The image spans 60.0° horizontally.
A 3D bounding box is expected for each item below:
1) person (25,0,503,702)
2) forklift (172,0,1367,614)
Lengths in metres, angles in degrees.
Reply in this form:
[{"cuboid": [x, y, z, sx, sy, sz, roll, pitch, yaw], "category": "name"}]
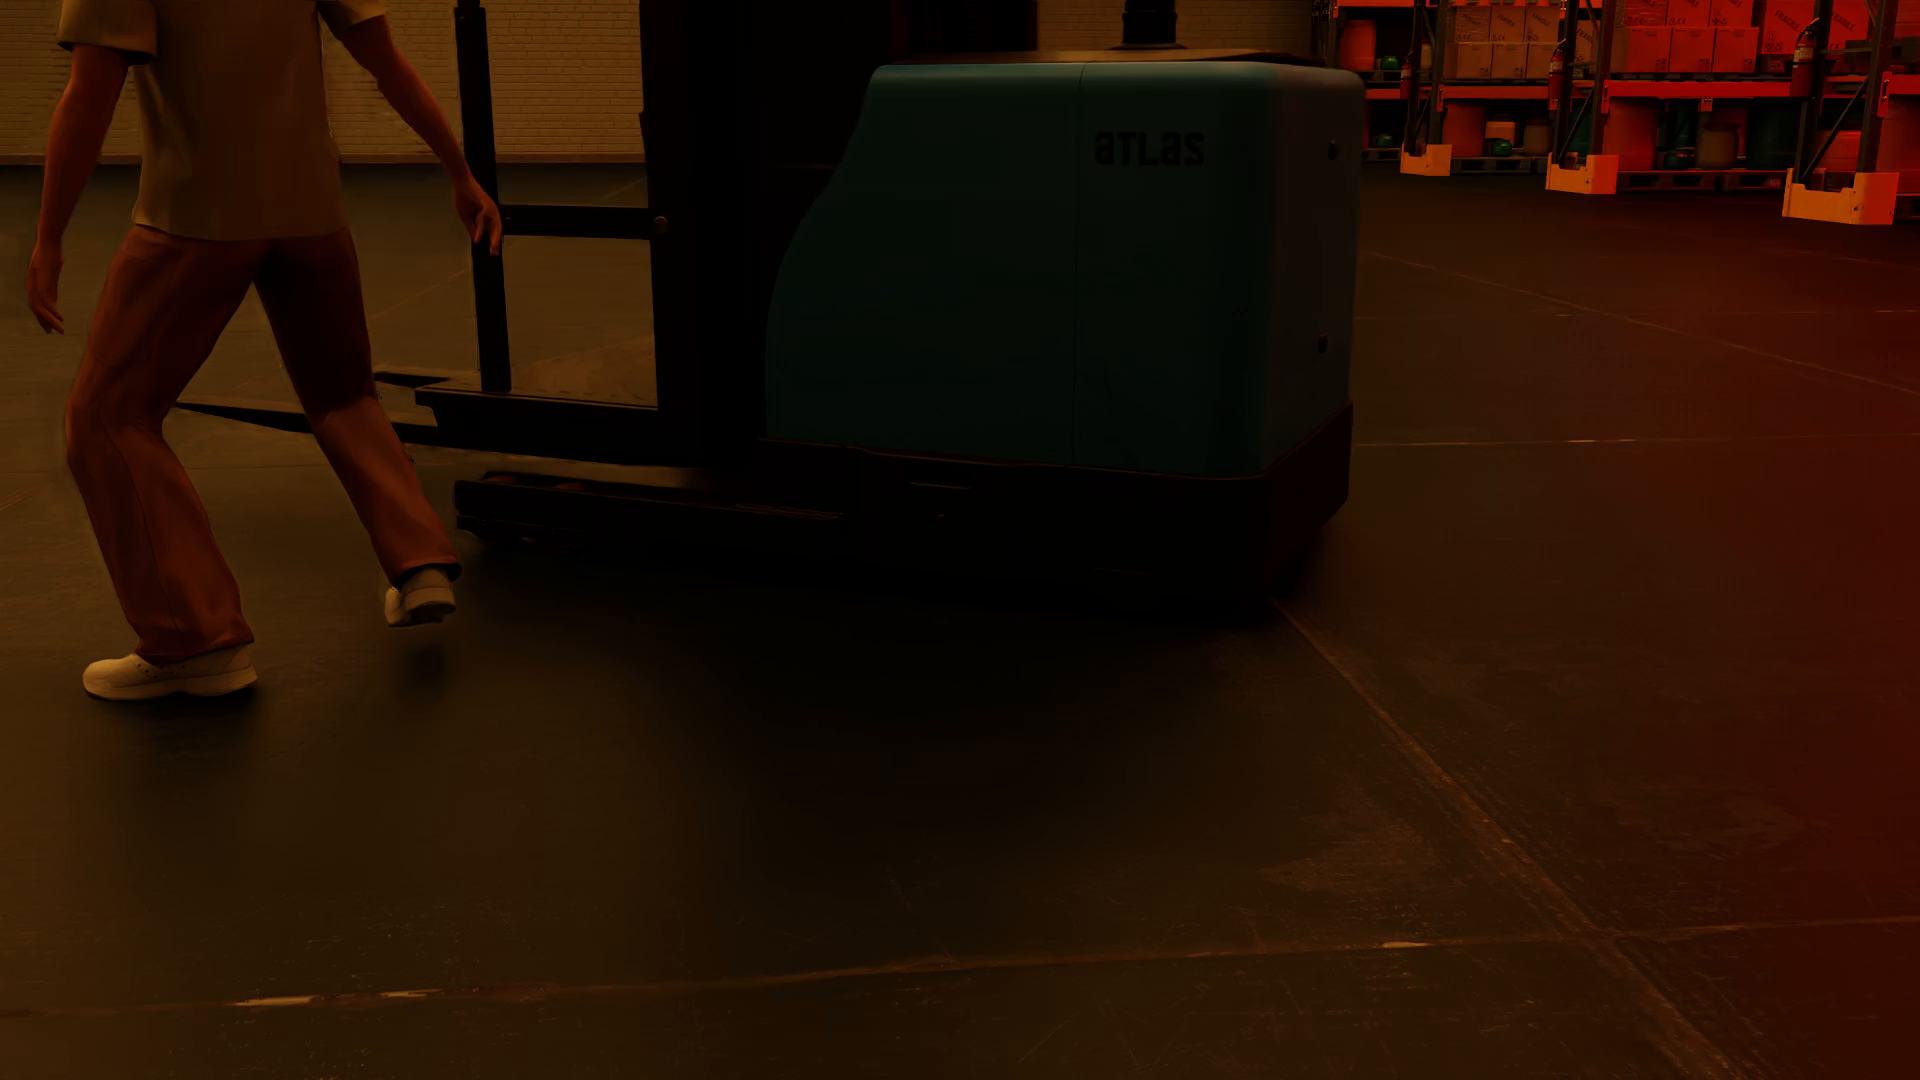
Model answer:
[{"cuboid": [-1.201, -0.554, 2.923, 0.800, 1.598, 0.483, -13, 20, -42], "category": "person"}, {"cuboid": [-0.622, -1.499, 3.872, 3.031, 2.935, 1.130, 6, 16, 23], "category": "forklift"}]
